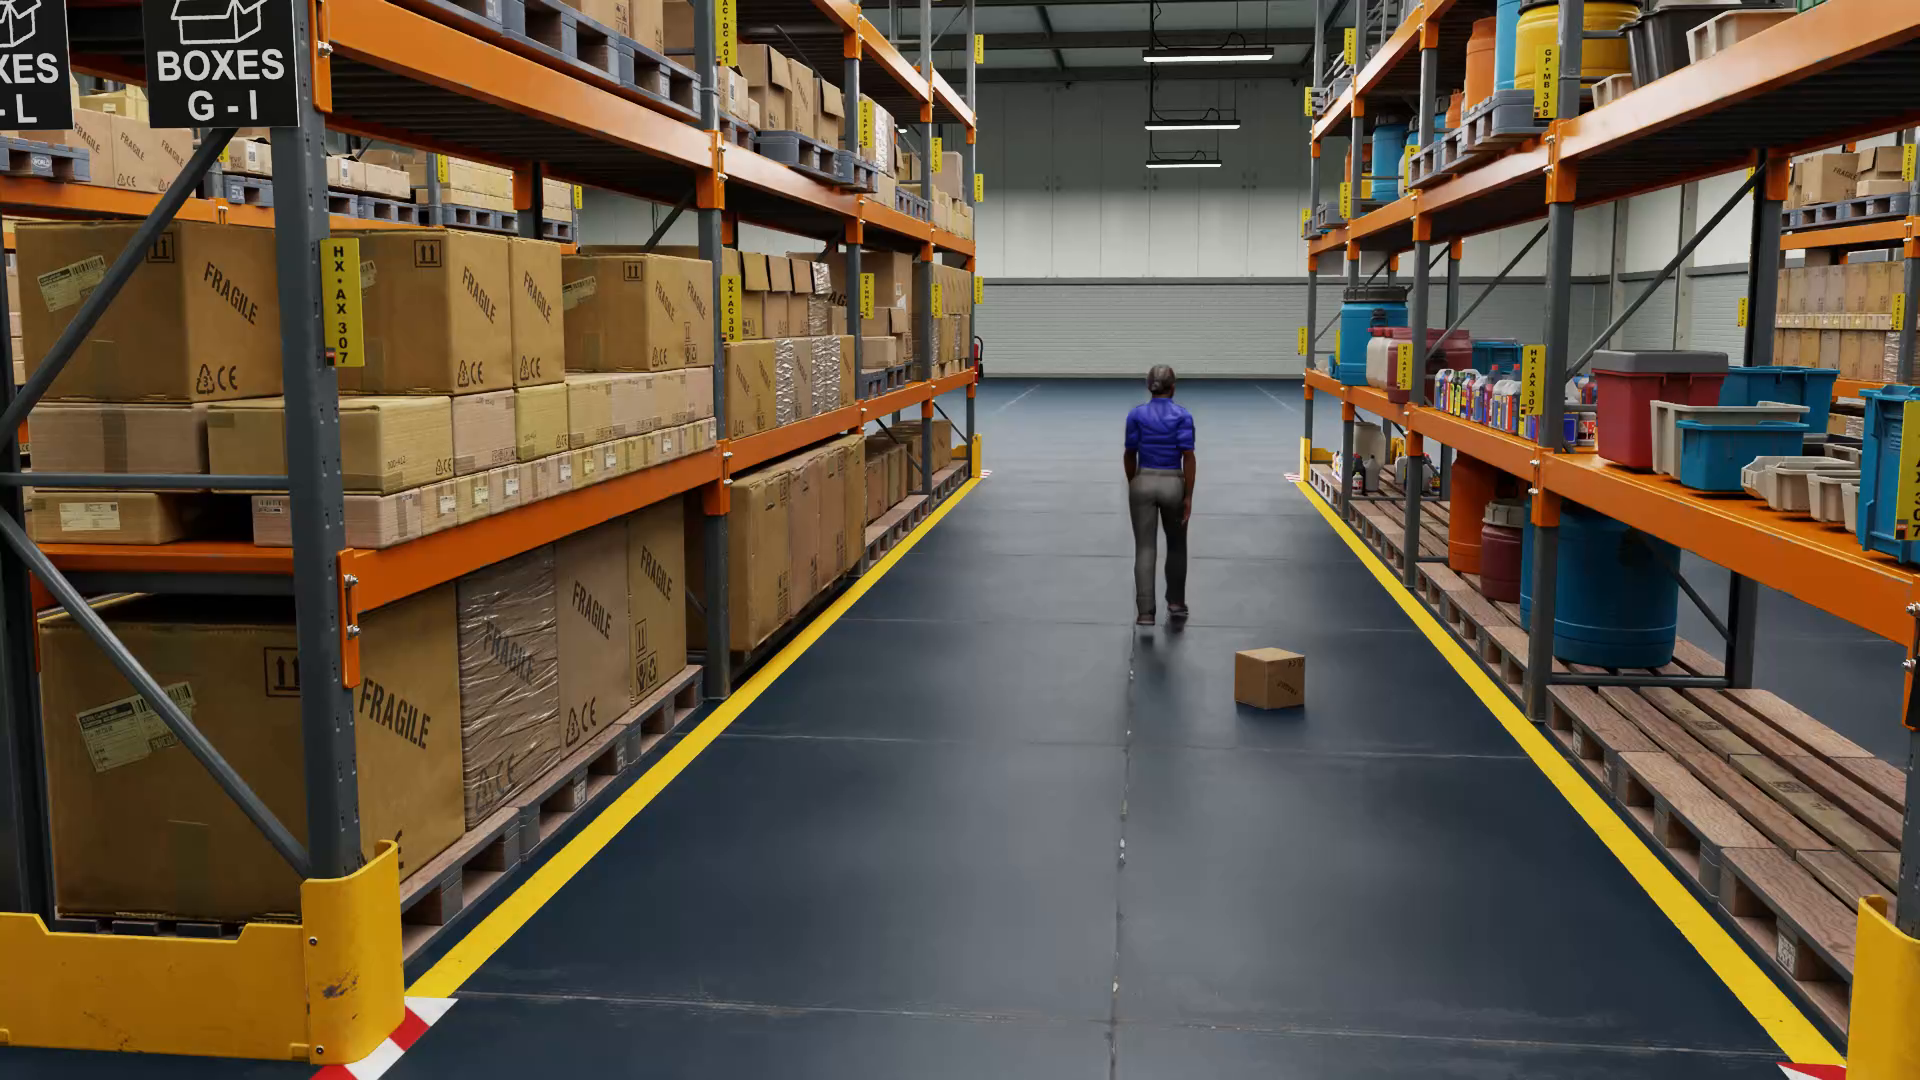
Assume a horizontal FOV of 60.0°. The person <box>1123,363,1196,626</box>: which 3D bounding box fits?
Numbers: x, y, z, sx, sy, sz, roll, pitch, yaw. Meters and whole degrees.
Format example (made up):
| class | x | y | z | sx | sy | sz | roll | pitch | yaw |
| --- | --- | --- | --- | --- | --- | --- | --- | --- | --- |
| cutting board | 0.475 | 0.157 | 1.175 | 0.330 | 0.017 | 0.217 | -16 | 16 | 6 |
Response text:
| class | x | y | z | sx | sy | sz | roll | pitch | yaw |
| --- | --- | --- | --- | --- | --- | --- | --- | --- | --- |
| person | 1.249 | -0.295 | 10.403 | 0.458 | 1.619 | 0.953 | 1 | 8 | 10 |
